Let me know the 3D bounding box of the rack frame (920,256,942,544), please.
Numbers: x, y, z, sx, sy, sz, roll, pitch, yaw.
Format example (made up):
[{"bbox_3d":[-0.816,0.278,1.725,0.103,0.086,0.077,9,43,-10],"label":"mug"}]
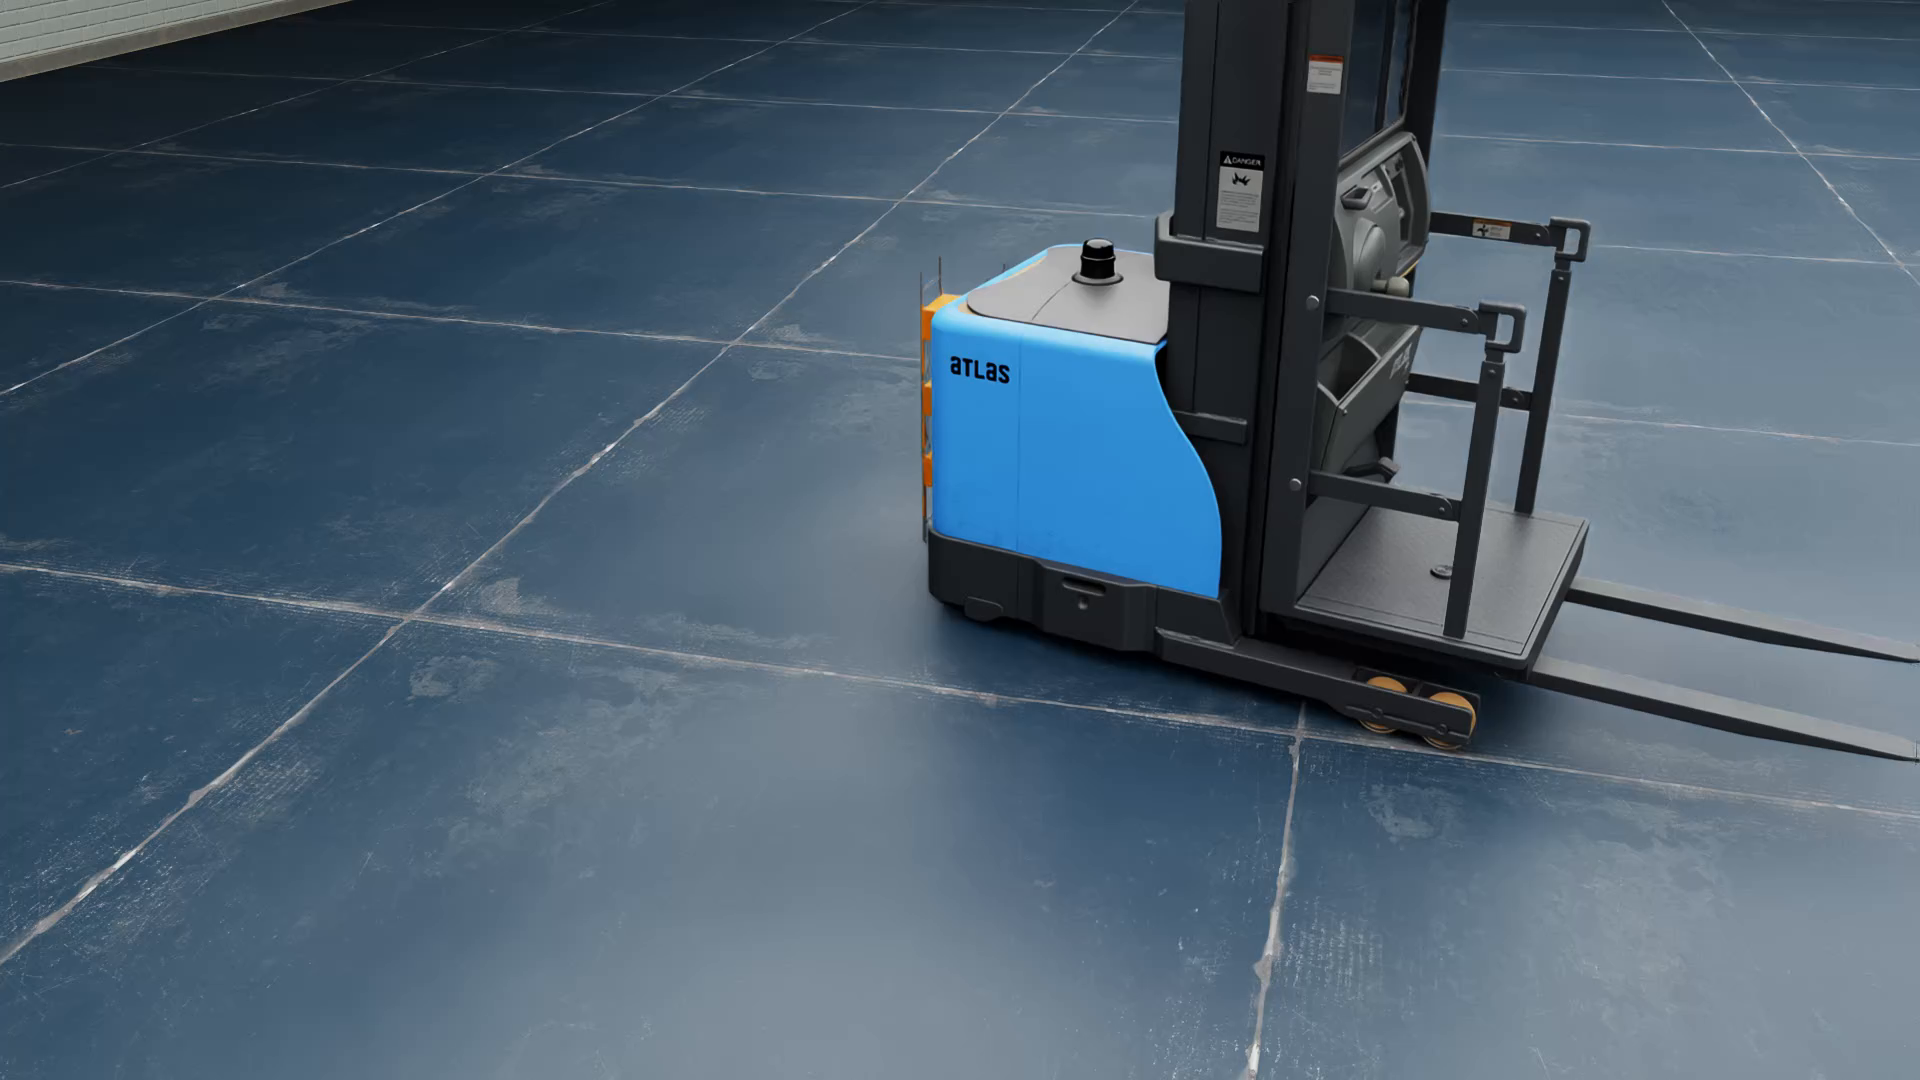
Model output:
[{"bbox_3d":[-0.102,-0.502,6.082,0.008,1.050,0.200,9,27,18],"label":"rack frame"}]

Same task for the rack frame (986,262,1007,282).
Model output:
[{"bbox_3d":[0.127,-0.466,6.007,0.008,1.050,0.200,9,27,18],"label":"rack frame"}]

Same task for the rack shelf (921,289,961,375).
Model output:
[{"bbox_3d":[0.012,-0.730,5.927,0.240,0.259,0.215,9,27,18],"label":"rack shelf"}]

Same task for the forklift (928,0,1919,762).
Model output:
[{"bbox_3d":[1.436,-0.962,4.860,3.031,2.935,1.130,13,28,25],"label":"forklift"}]

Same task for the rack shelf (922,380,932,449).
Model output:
[{"bbox_3d":[0.012,-0.474,6.049,0.240,0.259,0.215,9,27,18],"label":"rack shelf"}]

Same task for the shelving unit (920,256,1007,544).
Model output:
[{"bbox_3d":[0.012,-0.484,6.044,0.252,1.050,0.215,9,27,18],"label":"shelving unit"}]

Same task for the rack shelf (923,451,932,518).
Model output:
[{"bbox_3d":[0.012,-0.223,6.168,0.240,0.259,0.215,9,27,18],"label":"rack shelf"}]
